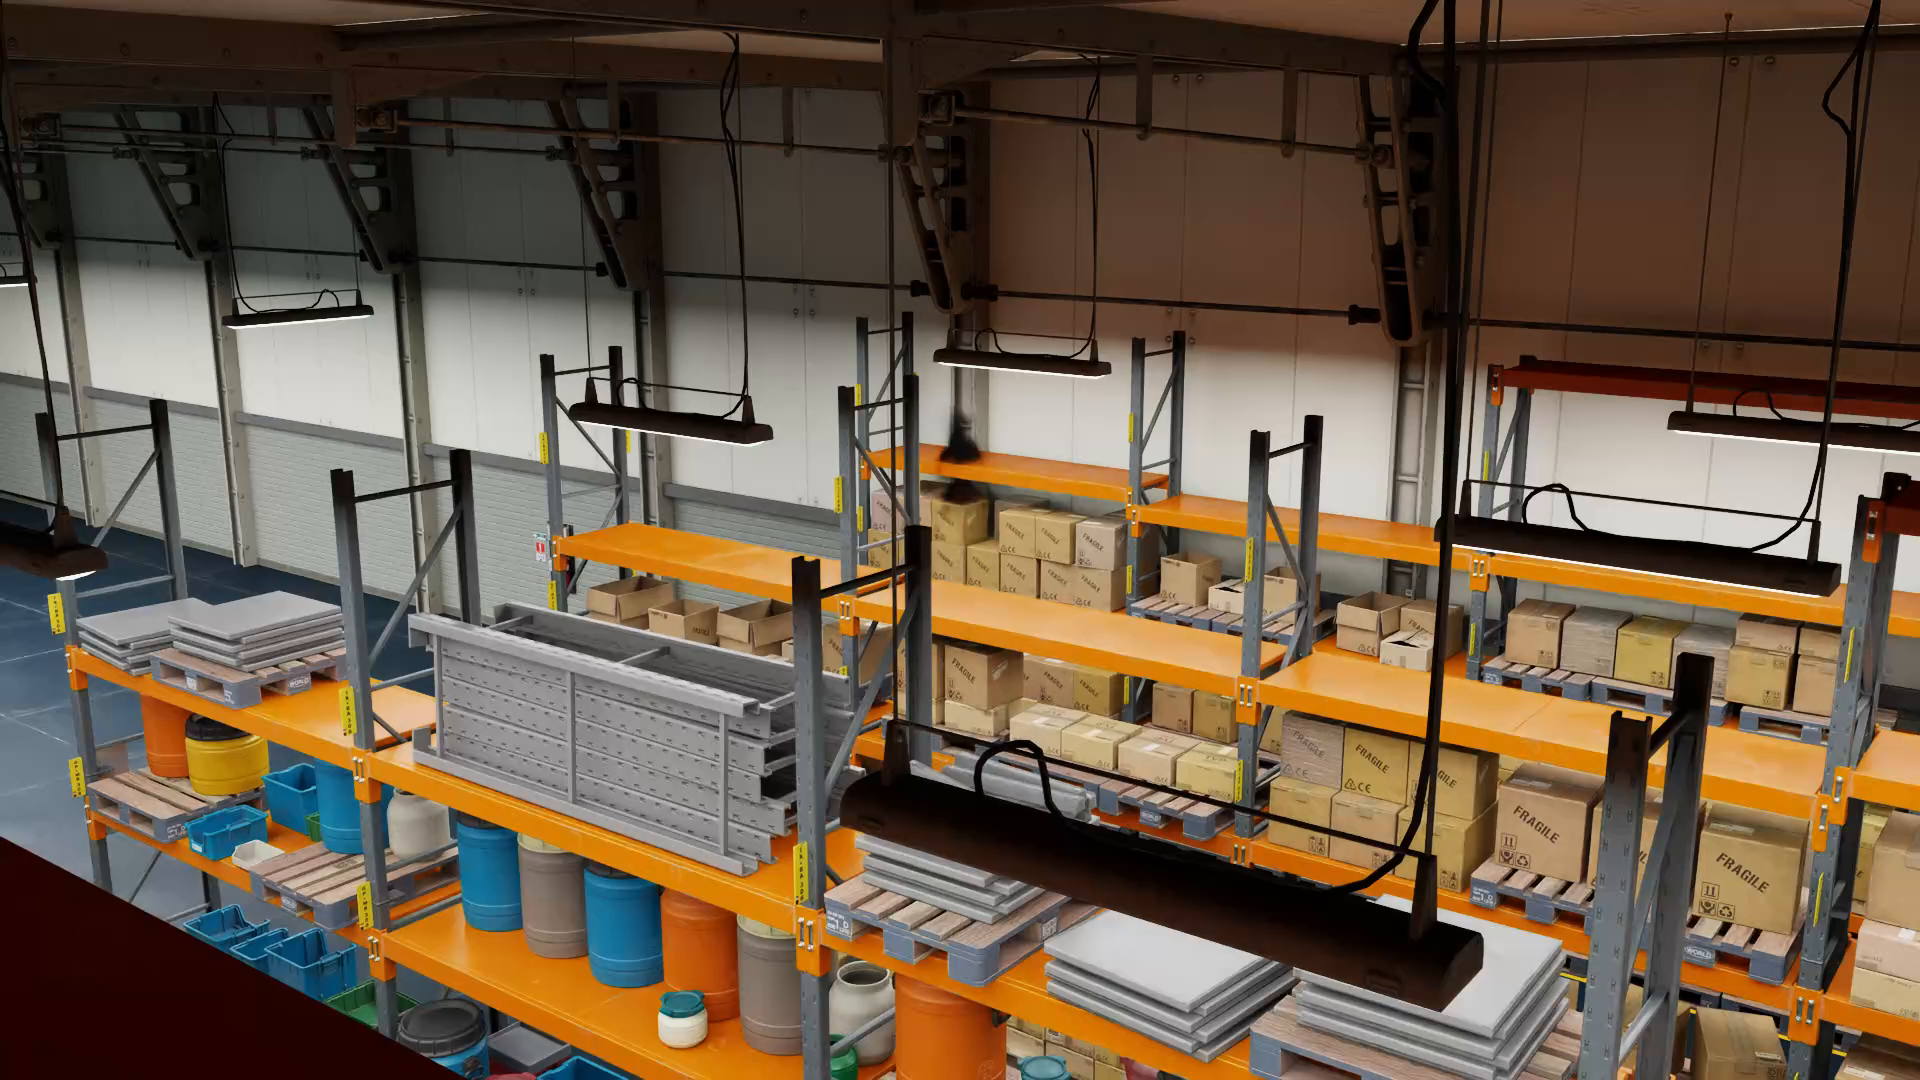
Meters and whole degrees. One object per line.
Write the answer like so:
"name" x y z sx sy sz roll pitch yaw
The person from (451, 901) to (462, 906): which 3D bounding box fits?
"person" -4.506 3.517 16.233 0.820 1.703 0.661 0 13 -1
